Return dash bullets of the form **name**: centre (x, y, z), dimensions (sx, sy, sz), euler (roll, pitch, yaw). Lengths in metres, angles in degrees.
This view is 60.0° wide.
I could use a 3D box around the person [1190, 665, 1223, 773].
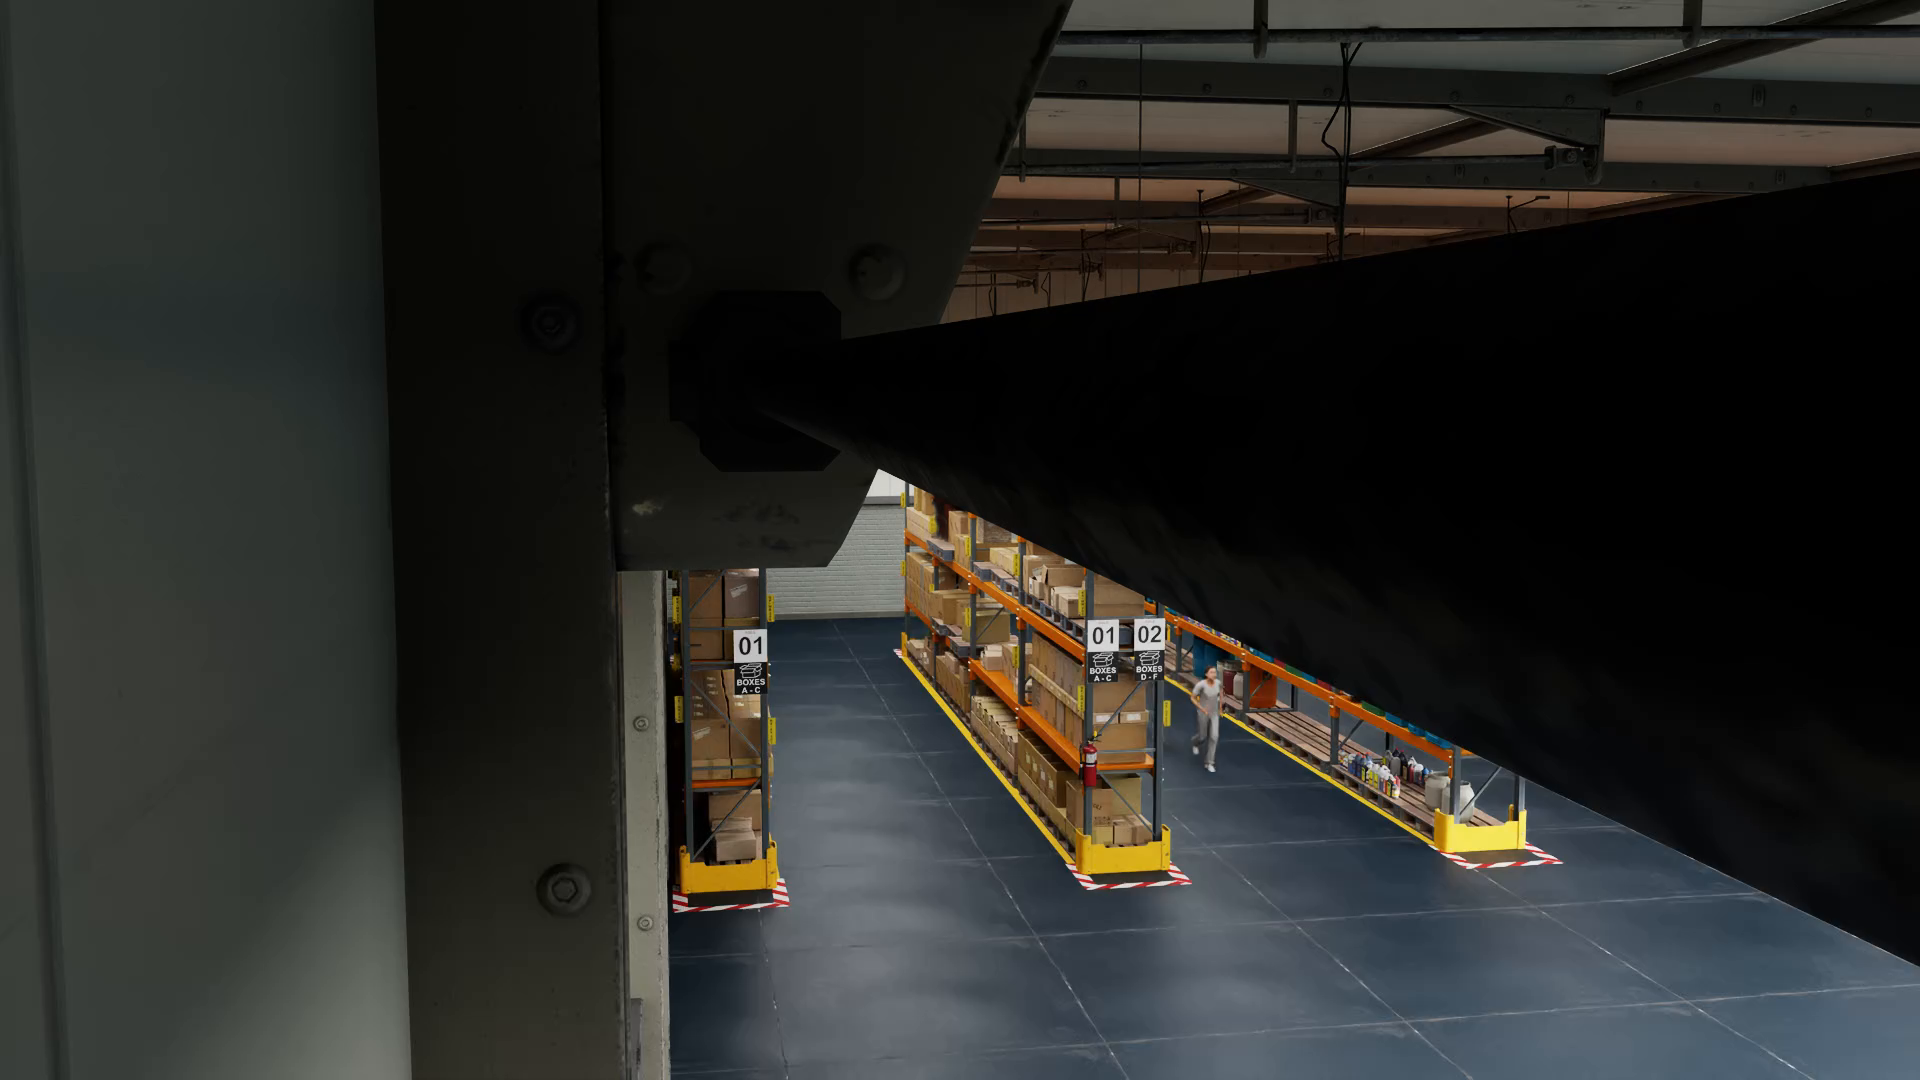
- **person**: centre (3.923, 2.784, 26.396), dimensions (0.588, 1.659, 0.901), euler (-2, 6, -16)
